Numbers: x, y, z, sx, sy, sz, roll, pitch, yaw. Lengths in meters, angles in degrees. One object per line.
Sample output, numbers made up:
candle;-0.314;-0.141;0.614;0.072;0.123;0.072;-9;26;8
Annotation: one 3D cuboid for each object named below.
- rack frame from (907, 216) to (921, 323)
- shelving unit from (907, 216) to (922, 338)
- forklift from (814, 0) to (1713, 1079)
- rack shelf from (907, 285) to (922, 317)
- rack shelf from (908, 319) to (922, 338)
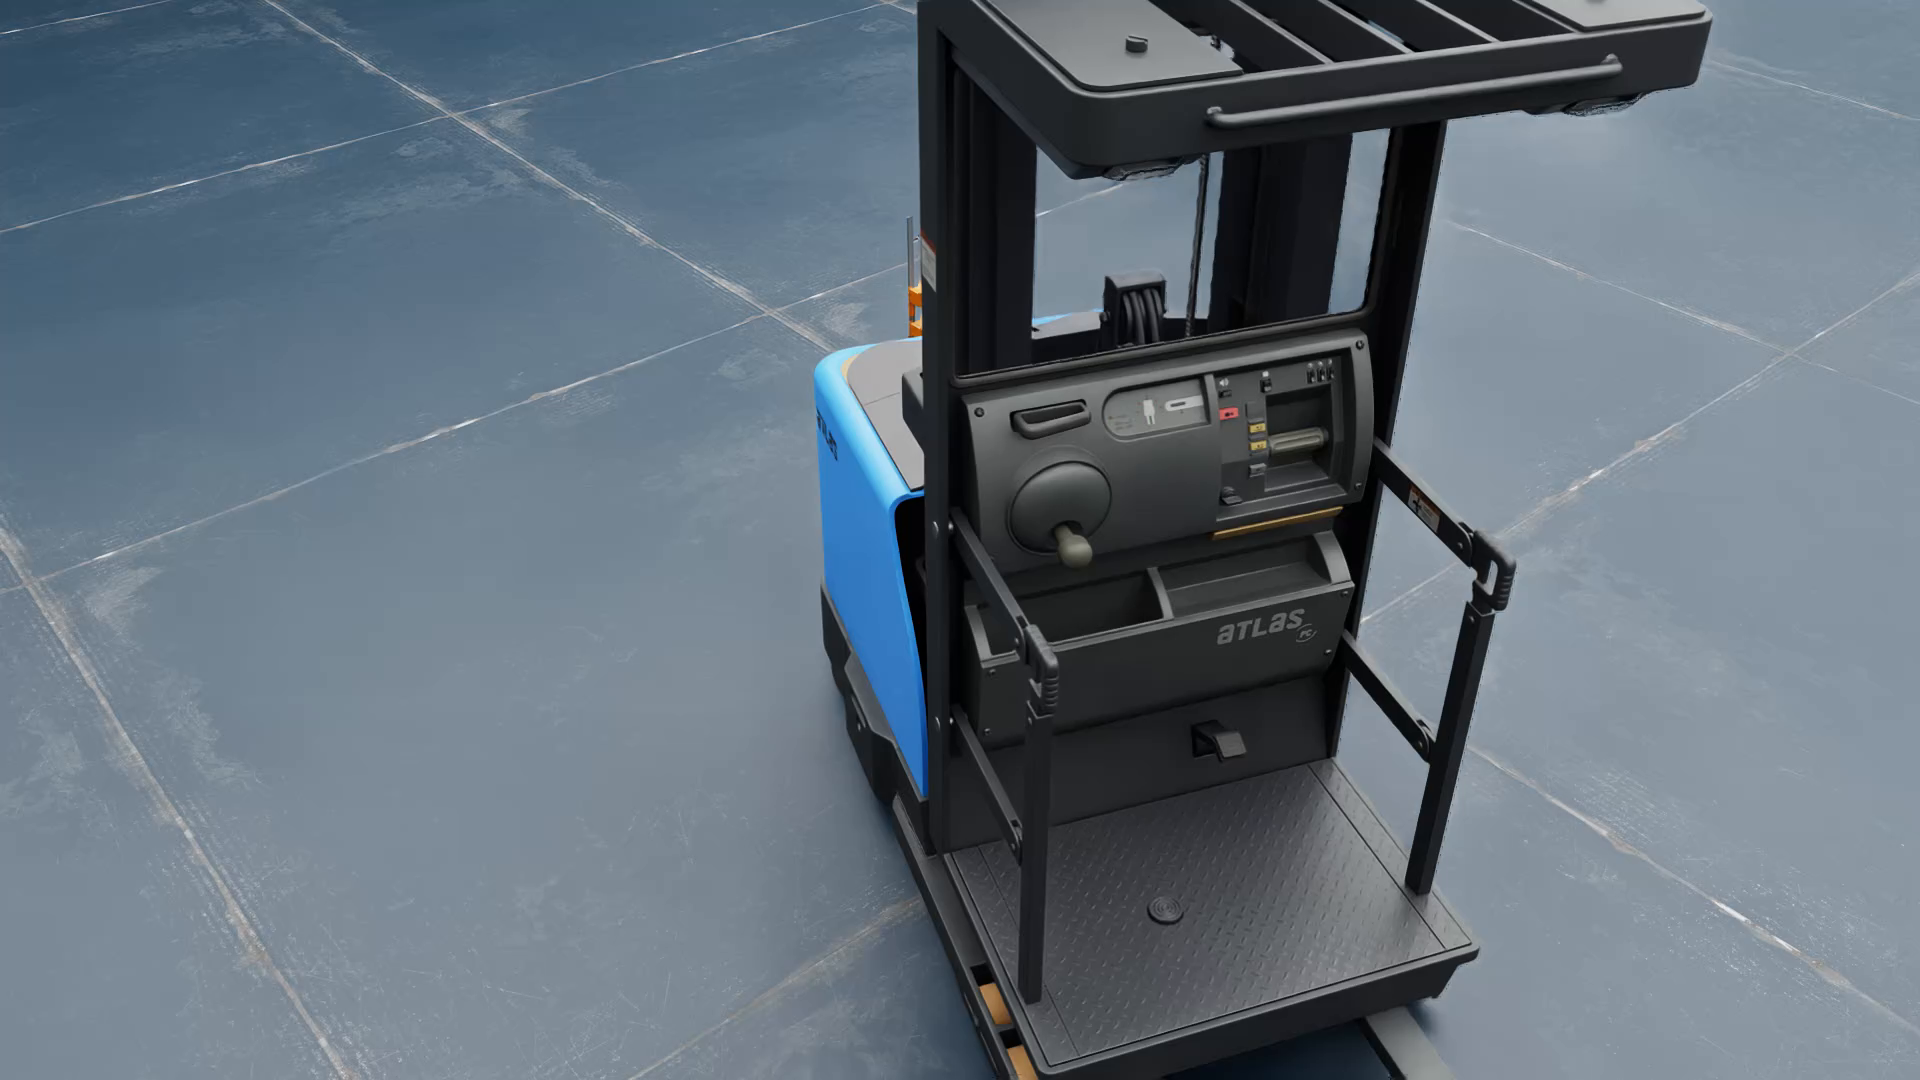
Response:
rack frame;-0.068;-0.536;5.469;0.240;1.200;0.006;-26;43;-32
shelving unit;-0.009;-0.496;5.412;0.258;1.200;0.189;-26;43;-32
forklift;0.535;-0.129;3.396;1.130;2.935;3.031;-11;37;-15
rack shelf;-0.009;-0.754;5.230;0.258;0.103;0.180;-26;43;-32
rack shelf;-0.009;-0.656;5.299;0.258;0.103;0.180;-26;43;-32
